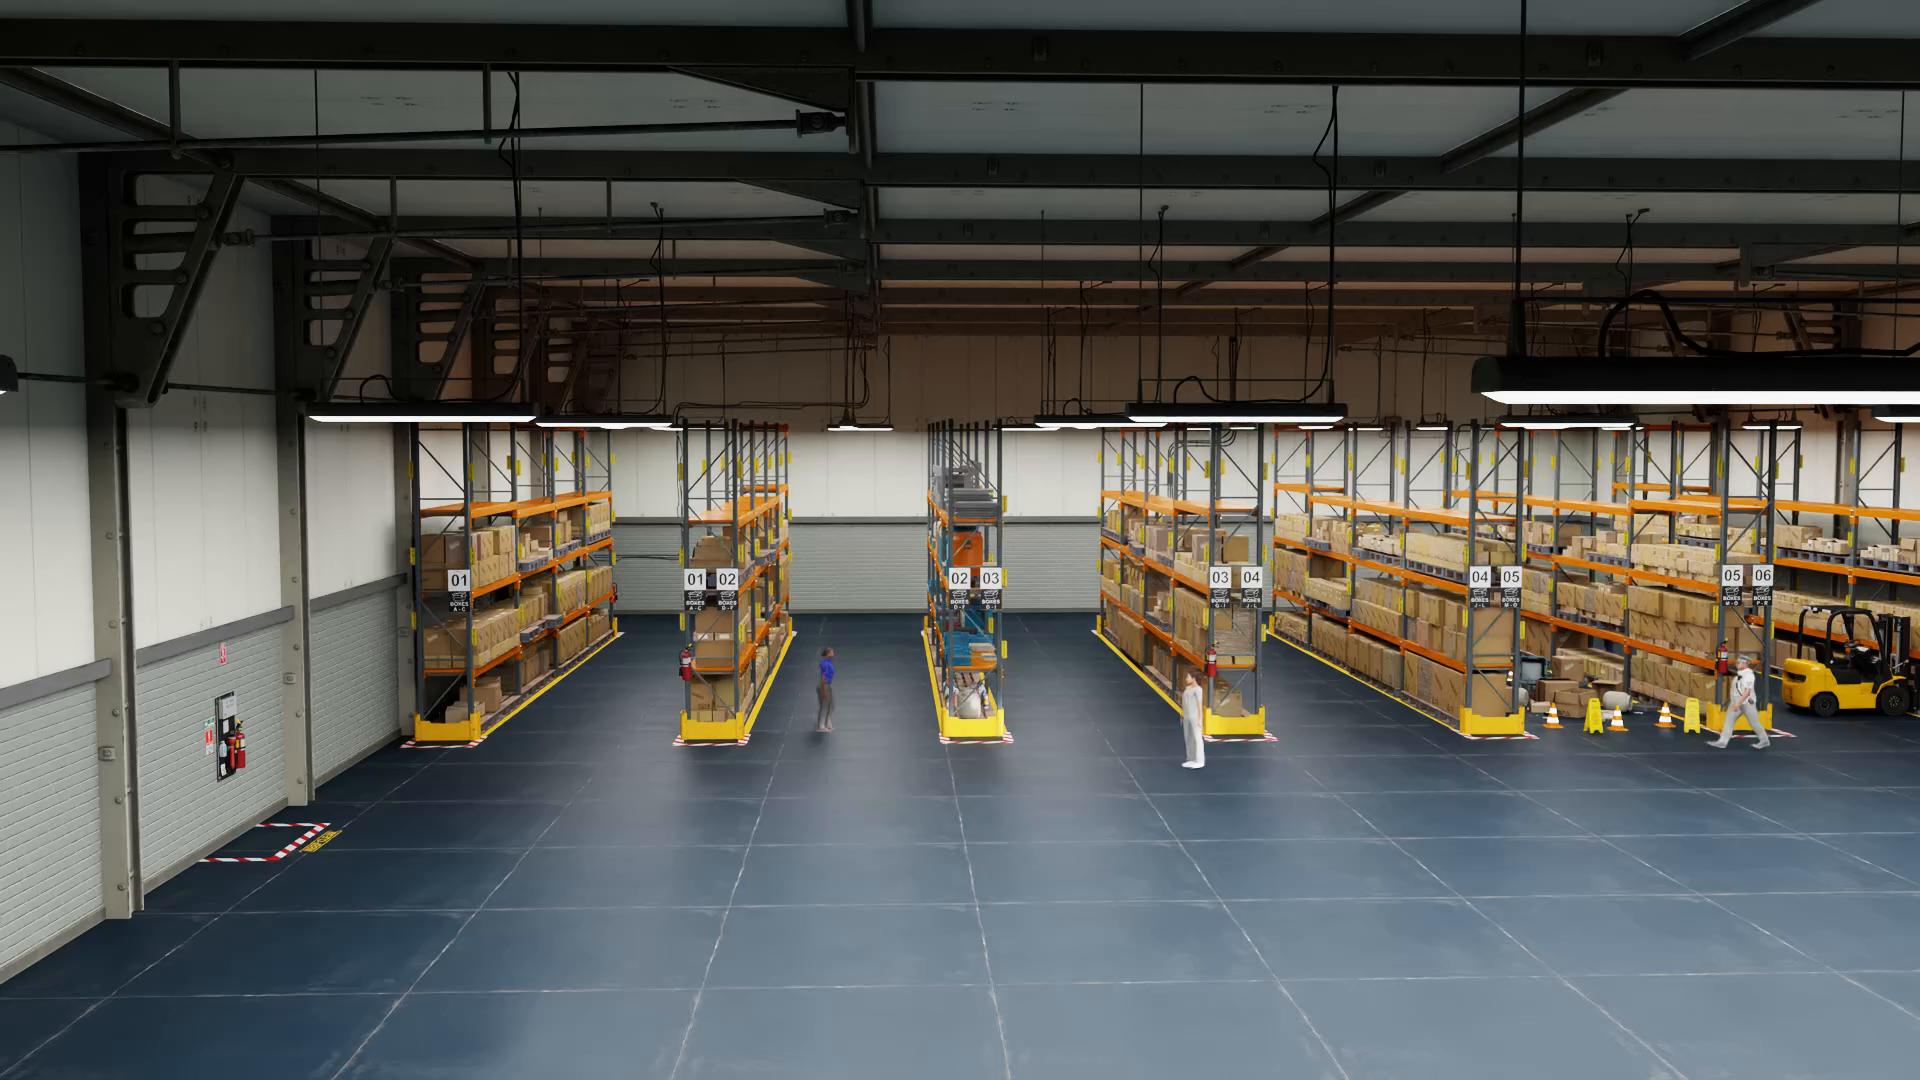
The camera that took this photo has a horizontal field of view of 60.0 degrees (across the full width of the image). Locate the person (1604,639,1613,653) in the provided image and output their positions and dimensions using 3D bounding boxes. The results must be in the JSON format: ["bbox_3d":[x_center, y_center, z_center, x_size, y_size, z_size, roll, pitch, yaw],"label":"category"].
[{"bbox_3d":[16.681,2.177,42.867,0.452,1.654,0.506,-1,4,-17],"label":"person"}]

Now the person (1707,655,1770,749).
[{"bbox_3d":[14.114,2.928,30.030,1.072,1.717,0.518,-1,4,-17],"label":"person"}]

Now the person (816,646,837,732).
[{"bbox_3d":[-2.568,2.879,31.945,0.364,1.688,0.540,0,4,4],"label":"person"}]

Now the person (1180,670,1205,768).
[{"bbox_3d":[3.986,3.070,28.470,0.370,1.707,0.560,-2,4,-27],"label":"person"}]

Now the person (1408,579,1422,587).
[{"bbox_3d":[13.771,1.581,50.565,0.522,1.775,0.592,-1,4,-20],"label":"person"}]
